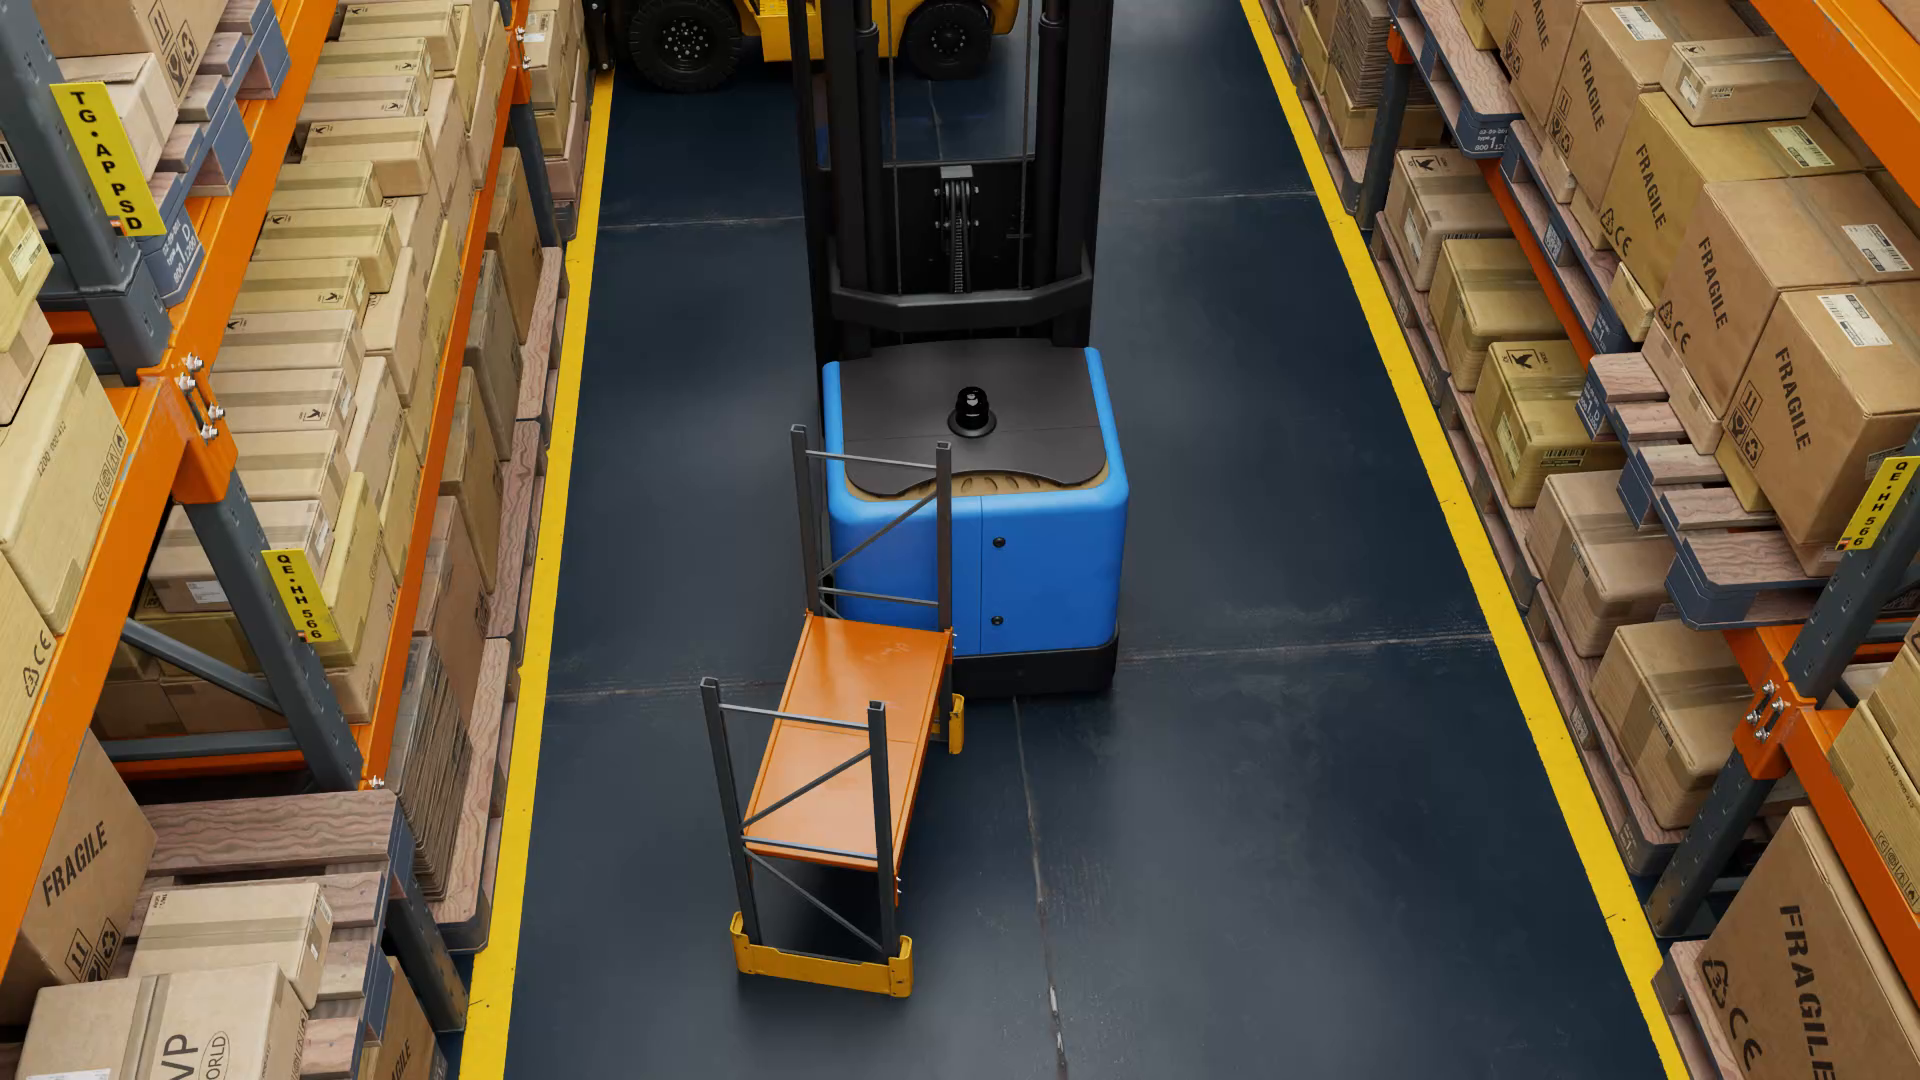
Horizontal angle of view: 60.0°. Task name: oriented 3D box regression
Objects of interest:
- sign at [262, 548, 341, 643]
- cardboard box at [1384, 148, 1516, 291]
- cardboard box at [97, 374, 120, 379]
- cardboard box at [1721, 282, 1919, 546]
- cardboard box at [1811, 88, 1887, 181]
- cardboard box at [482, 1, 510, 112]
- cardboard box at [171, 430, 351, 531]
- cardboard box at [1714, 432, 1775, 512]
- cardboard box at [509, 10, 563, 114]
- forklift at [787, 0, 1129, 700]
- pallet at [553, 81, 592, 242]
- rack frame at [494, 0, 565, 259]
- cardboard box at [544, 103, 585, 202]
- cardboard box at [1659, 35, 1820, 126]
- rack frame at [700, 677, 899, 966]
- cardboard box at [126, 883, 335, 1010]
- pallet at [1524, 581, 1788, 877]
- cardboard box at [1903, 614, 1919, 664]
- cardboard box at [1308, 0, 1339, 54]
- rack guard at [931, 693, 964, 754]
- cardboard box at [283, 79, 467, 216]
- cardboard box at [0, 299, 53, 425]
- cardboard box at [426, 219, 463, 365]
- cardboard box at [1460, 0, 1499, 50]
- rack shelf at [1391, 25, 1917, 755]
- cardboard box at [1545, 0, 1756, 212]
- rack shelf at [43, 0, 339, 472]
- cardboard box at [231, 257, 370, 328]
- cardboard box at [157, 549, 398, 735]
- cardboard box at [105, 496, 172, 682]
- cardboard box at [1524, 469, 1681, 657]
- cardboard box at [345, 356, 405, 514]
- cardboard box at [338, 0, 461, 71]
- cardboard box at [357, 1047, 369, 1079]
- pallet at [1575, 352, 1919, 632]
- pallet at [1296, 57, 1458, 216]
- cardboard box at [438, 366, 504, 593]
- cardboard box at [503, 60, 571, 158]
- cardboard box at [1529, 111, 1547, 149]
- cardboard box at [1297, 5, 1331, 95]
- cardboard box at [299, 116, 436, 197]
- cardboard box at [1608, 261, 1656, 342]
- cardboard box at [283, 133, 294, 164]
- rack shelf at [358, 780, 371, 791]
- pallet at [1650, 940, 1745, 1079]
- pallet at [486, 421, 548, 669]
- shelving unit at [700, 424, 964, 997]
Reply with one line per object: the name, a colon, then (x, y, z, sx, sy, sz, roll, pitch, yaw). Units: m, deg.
sign: (-1.565, 0.136, 3.949, 0.100, 0.325, 0.005, -3, 47, -3)
cardboard box: (2.552, -1.513, 7.775, 0.950, 0.372, 0.625, -3, 47, -3)
cardboard box: (-2.519, -0.481, 4.760, 0.380, 0.149, 0.250, -4, 47, -4)
cardboard box: (2.525, -0.351, 4.590, 0.500, 0.500, 0.500, -5, 47, -4)
cardboard box: (2.932, -1.139, 5.336, 0.500, 0.500, 0.500, -3, 47, -3)
cardboard box: (-2.137, -1.947, 6.768, 0.500, 0.250, 0.500, -3, 47, -2)
cardboard box: (-1.862, -0.152, 4.449, 0.380, 0.149, 0.250, -3, 47, -2)
cardboard box: (2.484, -0.228, 4.921, 0.380, 0.149, 0.250, -3, 47, -3)
cardboard box: (-2.168, -2.259, 7.876, 0.500, 0.250, 0.500, -4, 47, -4)
forklift: (-0.053, -1.464, 6.254, 1.130, 2.935, 3.031, -4, 47, -3)
pallet: (-2.465, -1.967, 8.604, 1.003, 0.211, 1.213, -3, 47, -3)
rack frame: (-2.440, -2.348, 7.044, 1.000, 3.000, 0.127, -3, 47, -3)
cardboard box: (-2.151, -1.917, 8.240, 0.500, 0.250, 0.500, -3, 47, -3)
cardboard box: (2.422, -1.429, 5.164, 0.380, 0.149, 0.250, -6, 47, -5)
rack frame: (-0.448, 0.925, 4.977, 0.500, 1.500, 0.032, 7, 47, 7)
cardboard box: (-1.668, 0.940, 3.814, 0.380, 0.149, 0.250, -3, 47, -3)
pallet: (2.777, 0.636, 6.139, 1.003, 0.211, 1.213, -3, 47, -3)
cardboard box: (2.638, 0.236, 3.840, 0.500, 0.500, 0.500, -5, 47, -5)
cardboard box: (2.144, -2.888, 8.644, 0.500, 0.500, 0.500, -3, 47, -3)
rack guard: (-0.279, 0.641, 6.107, 0.587, 0.250, 0.087, 7, 47, 7)
cardboard box: (-2.057, -1.386, 5.892, 0.500, 0.250, 0.500, -3, 47, -3)
cardboard box: (-1.836, -0.329, 2.894, 0.380, 0.149, 0.250, -3, 47, -2)
cardboard box: (-2.028, -0.850, 5.729, 0.500, 0.250, 0.500, -2, 47, -2)
cardboard box: (2.249, -2.110, 6.702, 0.380, 0.149, 0.250, -3, 47, -2)
rack shelf: (2.673, -0.958, 6.223, 1.077, 0.370, 4.000, -3, 47, -3)
cardboard box: (2.383, -1.484, 5.663, 0.500, 0.500, 0.500, -5, 47, -5)
rack shelf: (-2.273, -1.685, 4.846, 1.077, 0.370, 4.000, -3, 47, -3)
cardboard box: (-1.995, -0.705, 4.973, 0.380, 0.149, 0.250, -3, 47, -3)
cardboard box: (-1.899, 0.262, 4.676, 0.500, 0.250, 0.500, -3, 47, -3)
cardboard box: (-2.420, 0.118, 4.468, 0.500, 0.250, 0.500, -3, 47, -2)
cardboard box: (2.733, 0.059, 6.286, 0.950, 0.372, 0.625, -4, 47, -4)
cardboard box: (-1.940, -0.272, 4.837, 0.500, 0.250, 0.500, -2, 47, -2)
cardboard box: (-2.029, -1.823, 6.032, 0.380, 0.149, 0.250, -5, 47, -5)
cardboard box: (-1.812, 1.381, 4.499, 0.380, 0.149, 0.250, -6, 47, -5)
pallet: (2.675, -0.201, 5.143, 1.213, 0.211, 1.003, -3, 47, -3)
pallet: (2.414, -2.177, 8.803, 1.003, 0.211, 1.213, -3, 47, -3)
cardboard box: (-2.263, -0.193, 6.349, 0.875, 0.625, 0.625, -5, 47, -5)
cardboard box: (-2.173, -2.087, 8.057, 0.500, 0.250, 0.500, -4, 47, -3)
cardboard box: (2.348, -1.542, 6.164, 0.380, 0.149, 0.250, -3, 47, -3)
cardboard box: (2.134, -2.647, 8.932, 0.500, 0.250, 0.500, -5, 47, -4)
cardboard box: (-1.955, -1.262, 5.500, 0.380, 0.149, 0.250, -5, 47, -4)
cardboard box: (2.368, -0.789, 5.451, 0.380, 0.149, 0.250, -3, 47, -3)
cardboard box: (-2.590, -1.349, 5.857, 0.500, 0.250, 0.500, -5, 47, -4)
rack shelf: (-1.938, 2.241, 3.194, 1.077, 0.370, 4.000, -3, 47, -3)
pallet: (2.831, 1.776, 5.059, 1.003, 0.211, 1.213, -3, 47, -3)
pallet: (-2.235, 0.027, 6.716, 1.003, 0.211, 1.213, -3, 47, -3)
shelving unit: (-0.363, 0.568, 5.316, 0.587, 1.500, 1.083, 7, 47, 7)
